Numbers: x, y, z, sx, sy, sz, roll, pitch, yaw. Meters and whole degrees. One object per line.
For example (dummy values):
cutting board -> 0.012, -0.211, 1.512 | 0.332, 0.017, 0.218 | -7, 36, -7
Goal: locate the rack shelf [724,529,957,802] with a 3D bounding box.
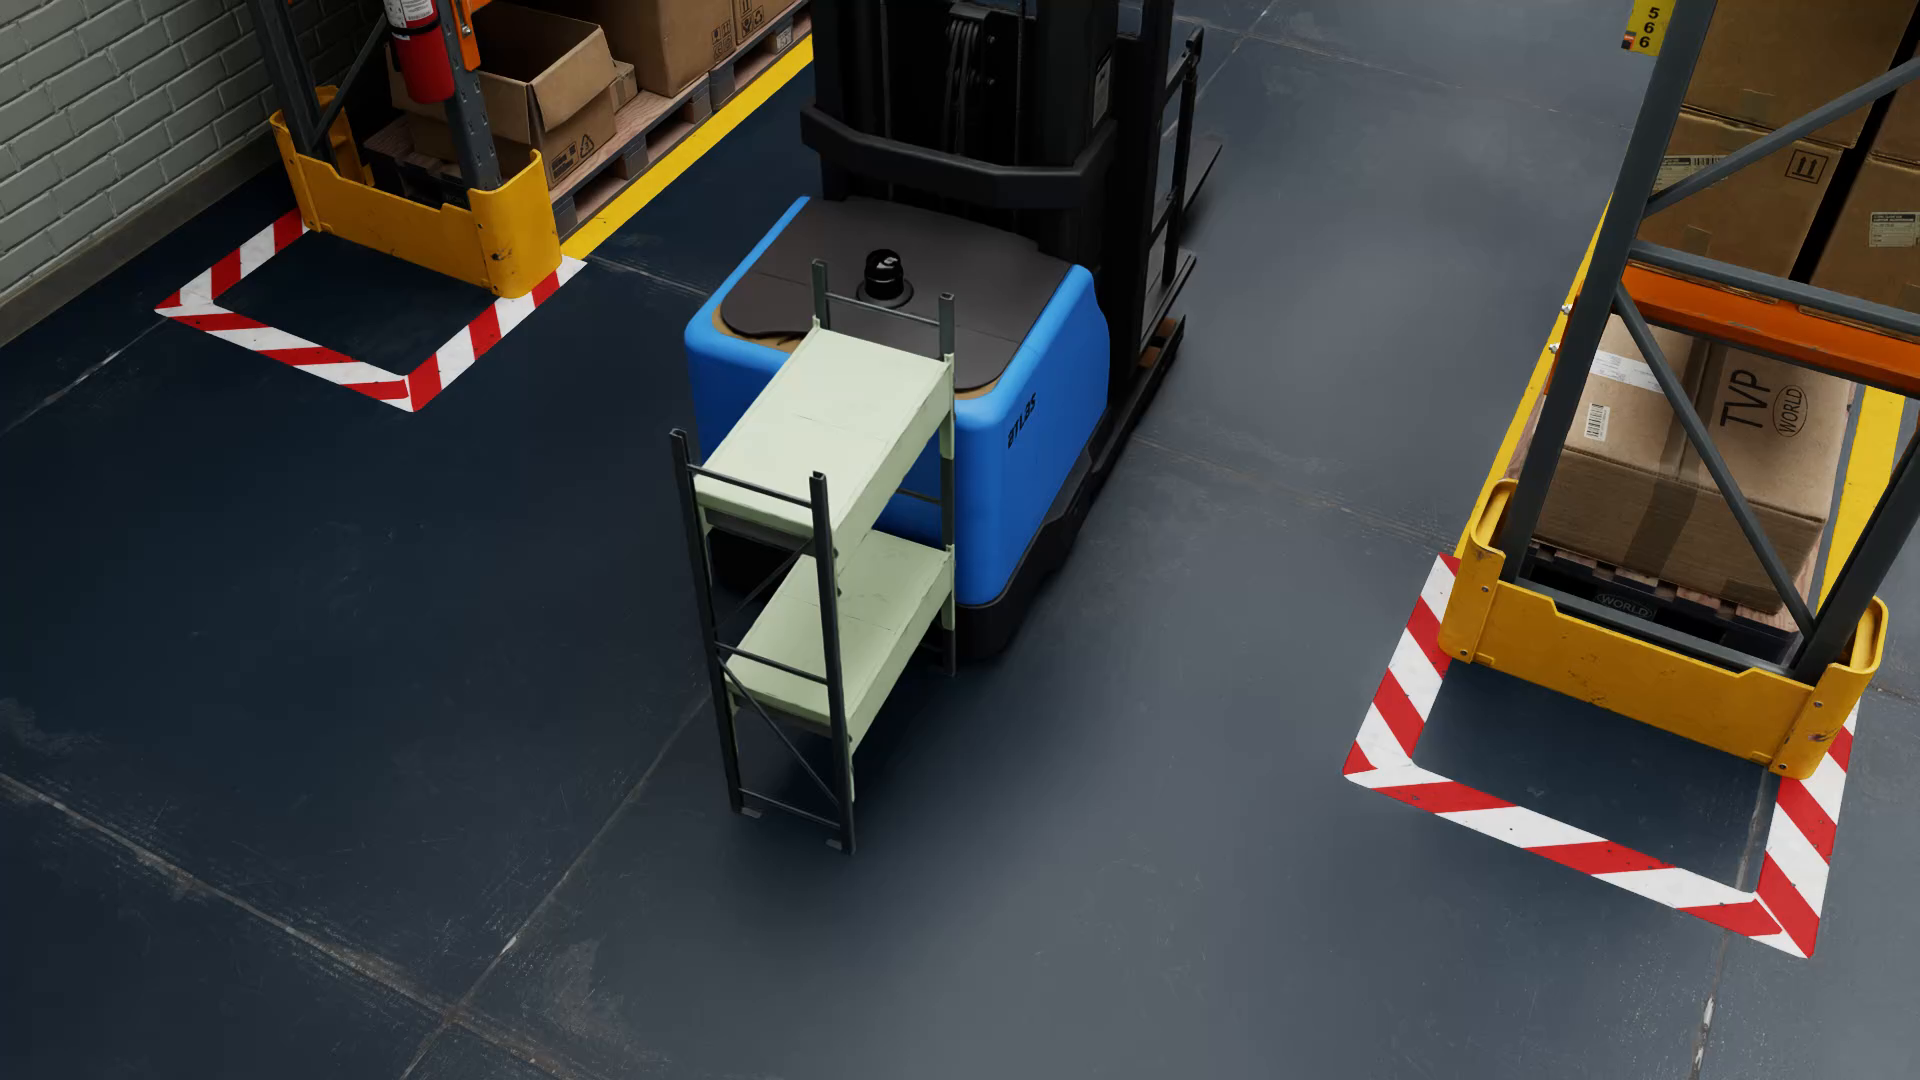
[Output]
rack shelf -> -0.347, 0.318, 4.839 | 0.431, 0.370, 0.720 | 17, 48, 16

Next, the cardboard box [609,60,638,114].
cardboard box -> -1.658, -2.019, 7.345 | 0.380, 0.149, 0.250 | 19, 48, 18

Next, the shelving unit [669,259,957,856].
shelving unit -> -0.347, 0.089, 4.607 | 0.431, 1.500, 0.755 | 17, 48, 16

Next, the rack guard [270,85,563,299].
rack guard -> -2.222, -1.433, 6.815 | 1.175, 0.500, 0.348 | 20, 49, 19

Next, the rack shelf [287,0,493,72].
rack shelf -> -1.329, -3.271, 7.380 | 1.077, 0.370, 4.000 | 20, 49, 19

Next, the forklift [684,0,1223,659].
forklift -> 0.219, -1.714, 5.383 | 1.130, 2.935, 3.031 | 17, 48, 16

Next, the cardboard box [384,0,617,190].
cardboard box -> -1.889, -1.888, 6.967 | 0.797, 0.503, 0.637 | 19, 48, 18

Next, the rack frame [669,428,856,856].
rack frame -> -0.492, 0.328, 4.371 | 0.400, 1.500, 0.023 | 17, 48, 16

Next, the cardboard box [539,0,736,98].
cardboard box -> -1.458, -2.413, 7.488 | 0.700, 0.500, 0.500 | 22, 49, 21

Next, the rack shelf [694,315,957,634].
rack shelf -> -0.347, -0.185, 4.330 | 0.431, 0.370, 0.720 | 17, 48, 16

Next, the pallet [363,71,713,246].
pallet -> -1.853, -1.834, 7.415 | 1.003, 0.211, 1.213 | 20, 49, 19

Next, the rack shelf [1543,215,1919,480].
rack shelf -> 3.069, -1.635, 5.763 | 1.077, 0.370, 4.000 | 20, 49, 19

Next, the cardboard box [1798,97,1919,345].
cardboard box -> 2.618, -0.871, 4.431 | 0.500, 0.500, 0.500 | 20, 49, 19

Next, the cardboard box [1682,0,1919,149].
cardboard box -> 2.154, -1.397, 4.248 | 0.500, 0.500, 0.500 | 22, 49, 20

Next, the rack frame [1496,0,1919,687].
rack frame -> 2.141, -0.628, 4.261 | 1.000, 3.000, 0.127 | 20, 49, 19

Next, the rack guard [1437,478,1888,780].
rack guard -> 2.130, 0.266, 5.136 | 1.175, 0.500, 0.348 | 20, 49, 19

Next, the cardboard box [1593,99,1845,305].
cardboard box -> 2.130, -1.054, 4.613 | 0.500, 0.500, 0.500 | 21, 49, 19

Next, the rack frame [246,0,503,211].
rack frame -> -2.257, -2.264, 5.879 | 1.000, 3.000, 0.127 | 20, 49, 19

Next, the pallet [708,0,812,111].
pallet -> -1.285, -2.600, 8.171 | 1.003, 0.211, 1.213 | 20, 49, 19

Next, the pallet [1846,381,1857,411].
pallet -> 3.010, -0.943, 6.533 | 1.003, 0.211, 1.213 | 20, 49, 19

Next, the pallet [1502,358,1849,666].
pallet -> 2.443, -0.177, 5.777 | 1.003, 0.211, 1.213 | 20, 49, 19

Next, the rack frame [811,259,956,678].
rack frame -> -0.202, -0.150, 4.844 | 0.400, 1.500, 0.023 | 17, 48, 16

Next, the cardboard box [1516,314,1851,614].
cardboard box -> 2.359, -0.324, 5.467 | 0.875, 0.438, 0.875 | 19, 48, 18

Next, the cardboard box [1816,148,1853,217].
cardboard box -> 2.828, -1.198, 4.755 | 0.500, 0.500, 0.500 | 20, 49, 19

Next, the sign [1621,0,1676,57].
sign -> 1.667, -1.306, 3.951 | 0.100, 0.325, 0.005 | 20, 49, 19

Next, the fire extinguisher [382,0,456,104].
fire extinguisher -> -1.916, -1.861, 5.797 | 0.296, 0.674, 0.183 | 20, 49, 19

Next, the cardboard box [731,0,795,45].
cardboard box -> -1.124, -2.713, 7.784 | 0.500, 0.500, 0.500 | 21, 49, 20

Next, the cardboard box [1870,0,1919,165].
cardboard box -> 2.616, -1.223, 4.076 | 0.500, 0.500, 0.500 | 19, 48, 18
